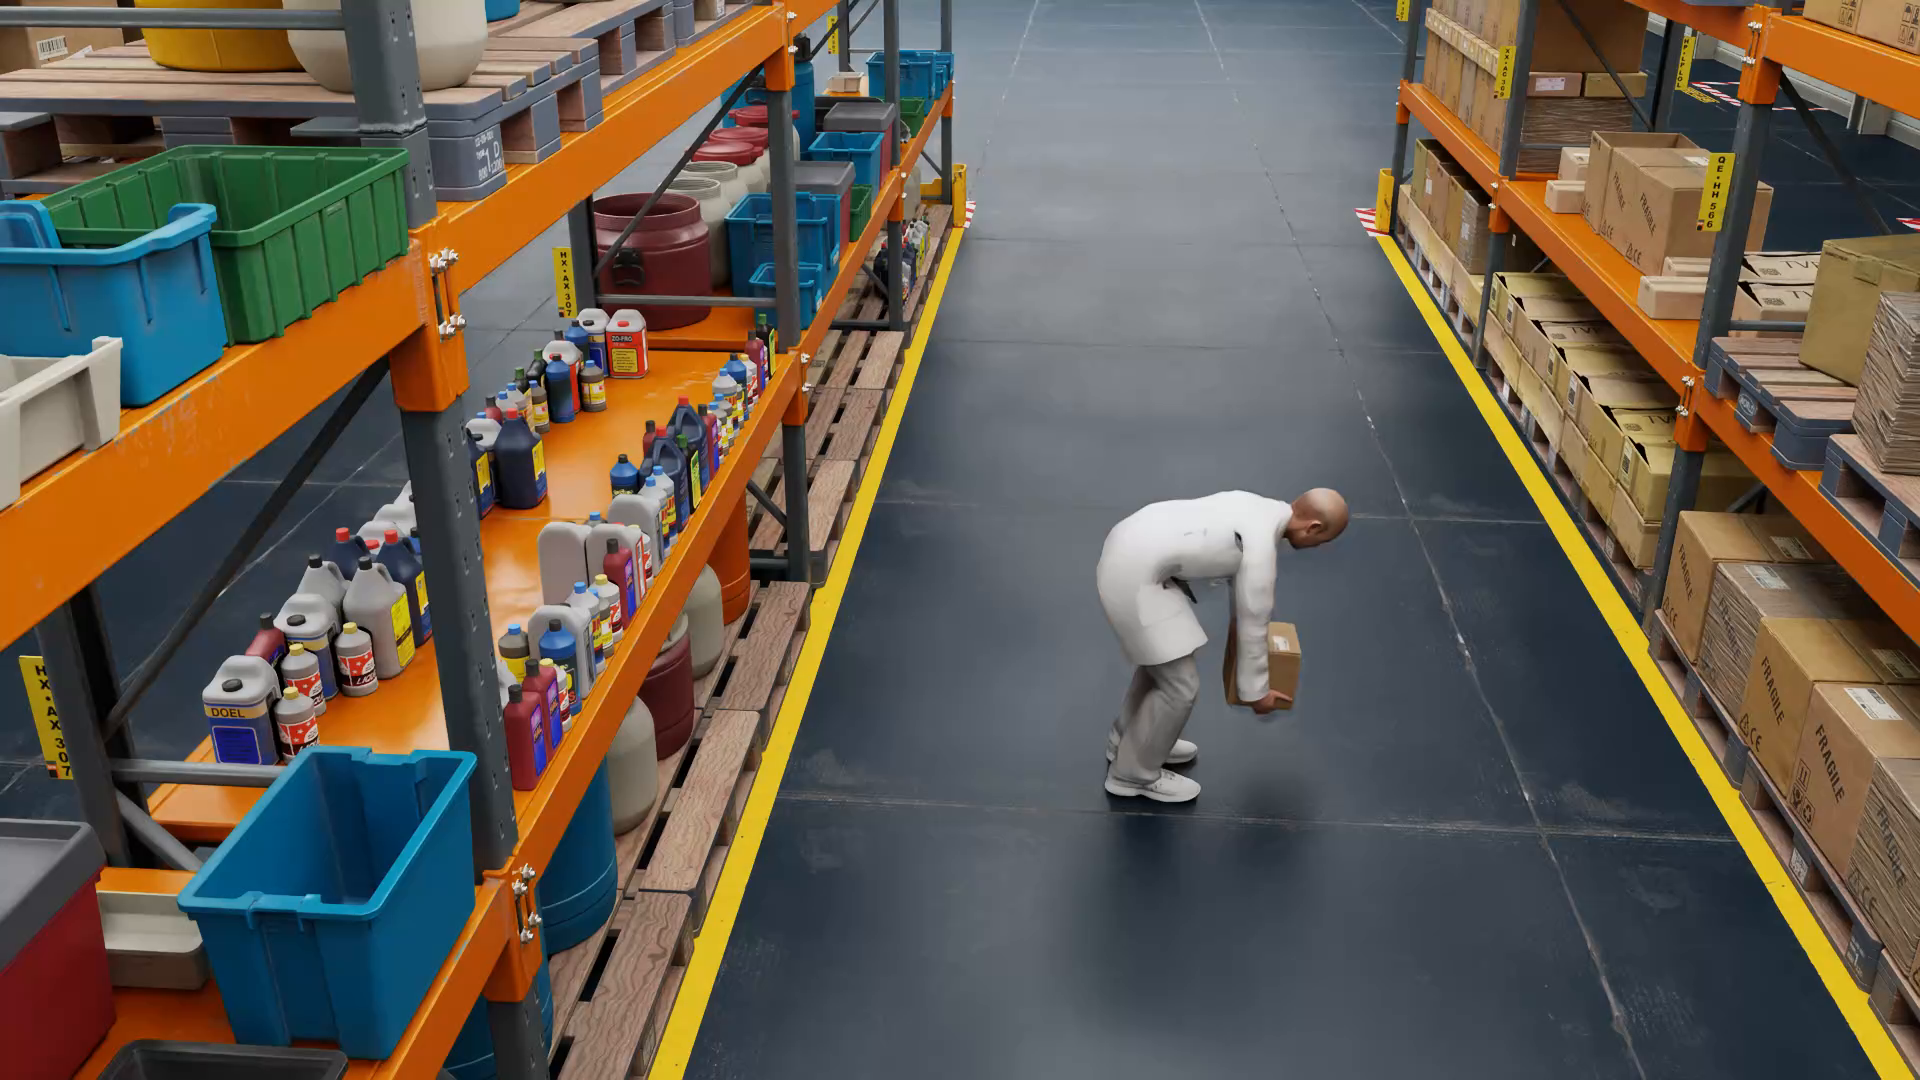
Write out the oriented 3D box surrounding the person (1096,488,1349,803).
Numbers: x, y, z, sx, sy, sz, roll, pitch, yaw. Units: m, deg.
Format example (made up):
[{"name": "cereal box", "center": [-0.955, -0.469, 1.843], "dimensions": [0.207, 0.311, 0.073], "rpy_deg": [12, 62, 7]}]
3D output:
[{"name": "person", "center": [0.983, 0.397, 6.418], "dimensions": [0.929, 1.224, 0.559], "rpy_deg": [1, 24, 2]}]
